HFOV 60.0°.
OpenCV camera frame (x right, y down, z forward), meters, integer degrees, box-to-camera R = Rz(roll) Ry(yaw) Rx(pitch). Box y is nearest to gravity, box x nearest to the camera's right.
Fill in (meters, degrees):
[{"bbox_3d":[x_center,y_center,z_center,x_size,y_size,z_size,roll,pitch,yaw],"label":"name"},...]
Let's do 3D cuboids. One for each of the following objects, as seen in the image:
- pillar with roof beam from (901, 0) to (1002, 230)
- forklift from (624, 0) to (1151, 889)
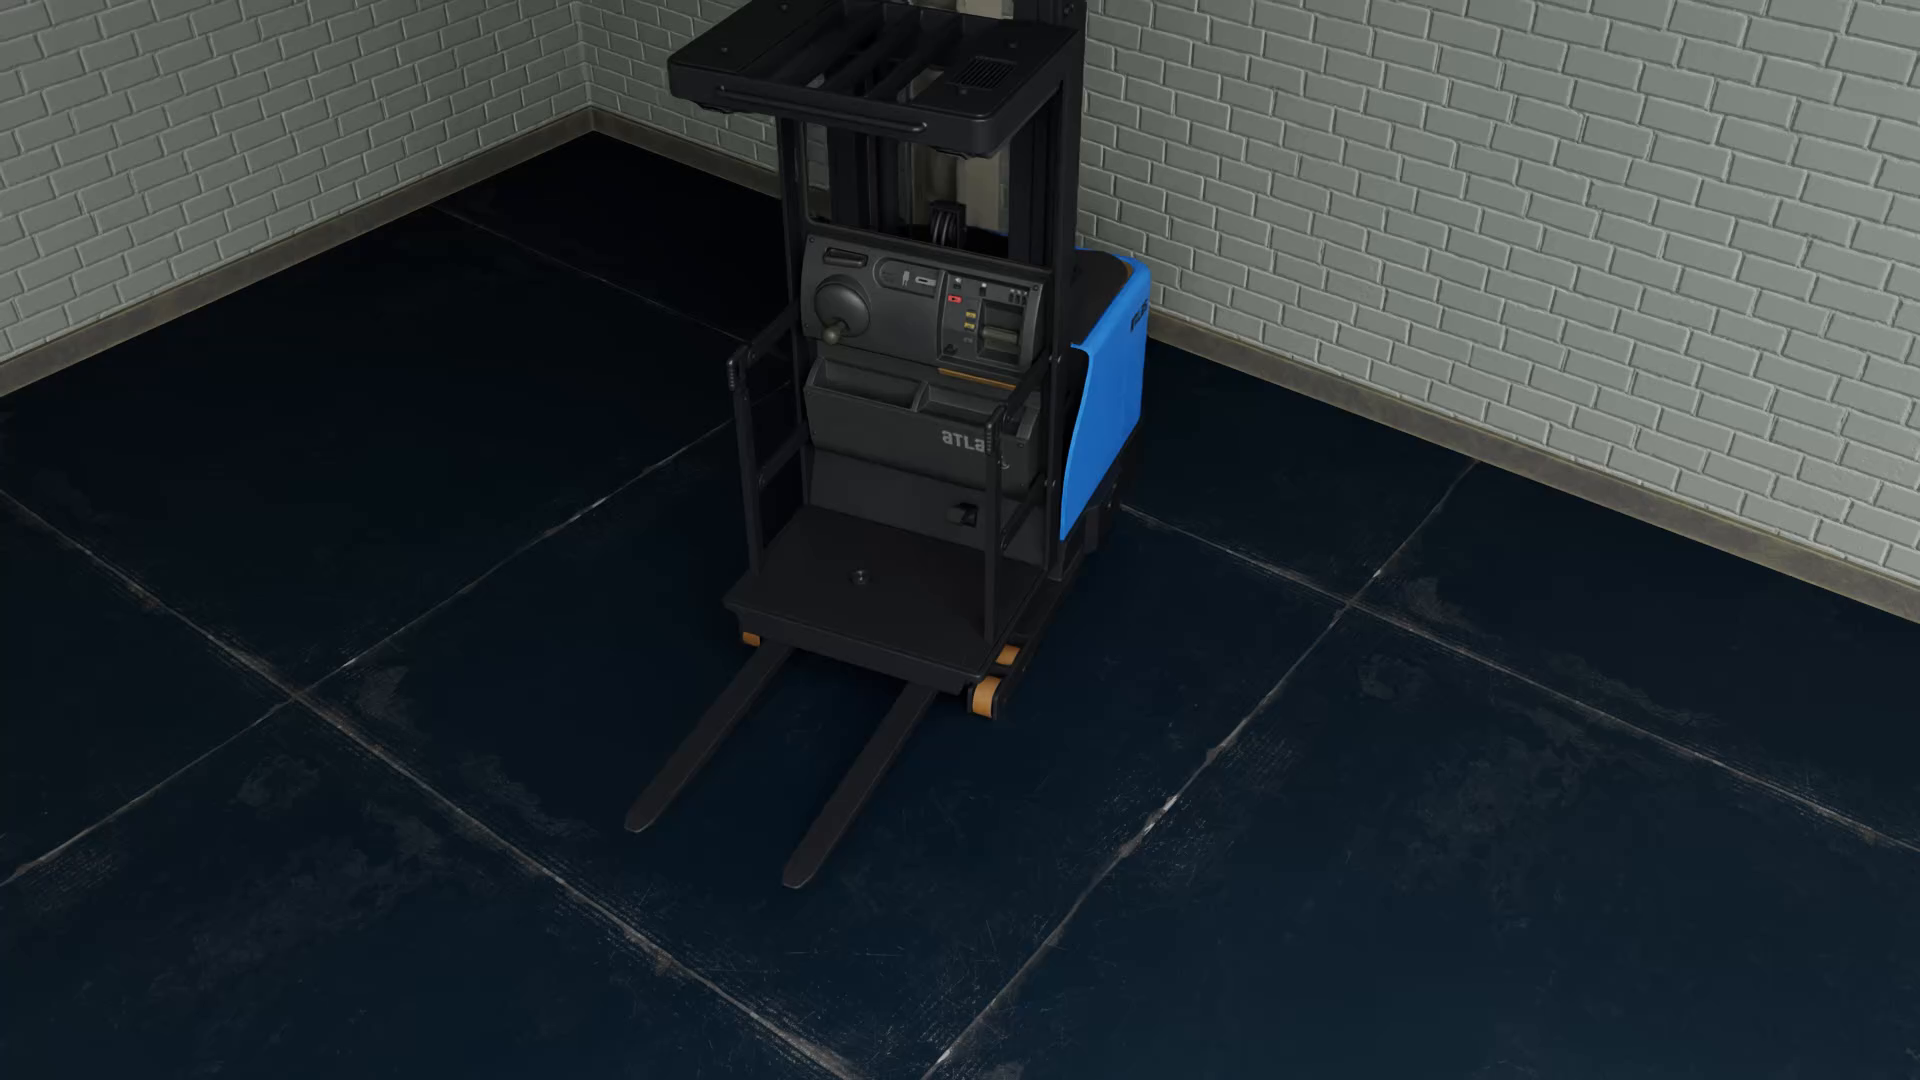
[{"bbox_3d":[-2.657,-2.873,3.620,0.400,9.000,9.100,25,45,29],"label":"pillar with roof beam"},{"bbox_3d":[-0.232,-0.776,5.863,1.130,2.935,3.031,15,41,18],"label":"forklift"}]
